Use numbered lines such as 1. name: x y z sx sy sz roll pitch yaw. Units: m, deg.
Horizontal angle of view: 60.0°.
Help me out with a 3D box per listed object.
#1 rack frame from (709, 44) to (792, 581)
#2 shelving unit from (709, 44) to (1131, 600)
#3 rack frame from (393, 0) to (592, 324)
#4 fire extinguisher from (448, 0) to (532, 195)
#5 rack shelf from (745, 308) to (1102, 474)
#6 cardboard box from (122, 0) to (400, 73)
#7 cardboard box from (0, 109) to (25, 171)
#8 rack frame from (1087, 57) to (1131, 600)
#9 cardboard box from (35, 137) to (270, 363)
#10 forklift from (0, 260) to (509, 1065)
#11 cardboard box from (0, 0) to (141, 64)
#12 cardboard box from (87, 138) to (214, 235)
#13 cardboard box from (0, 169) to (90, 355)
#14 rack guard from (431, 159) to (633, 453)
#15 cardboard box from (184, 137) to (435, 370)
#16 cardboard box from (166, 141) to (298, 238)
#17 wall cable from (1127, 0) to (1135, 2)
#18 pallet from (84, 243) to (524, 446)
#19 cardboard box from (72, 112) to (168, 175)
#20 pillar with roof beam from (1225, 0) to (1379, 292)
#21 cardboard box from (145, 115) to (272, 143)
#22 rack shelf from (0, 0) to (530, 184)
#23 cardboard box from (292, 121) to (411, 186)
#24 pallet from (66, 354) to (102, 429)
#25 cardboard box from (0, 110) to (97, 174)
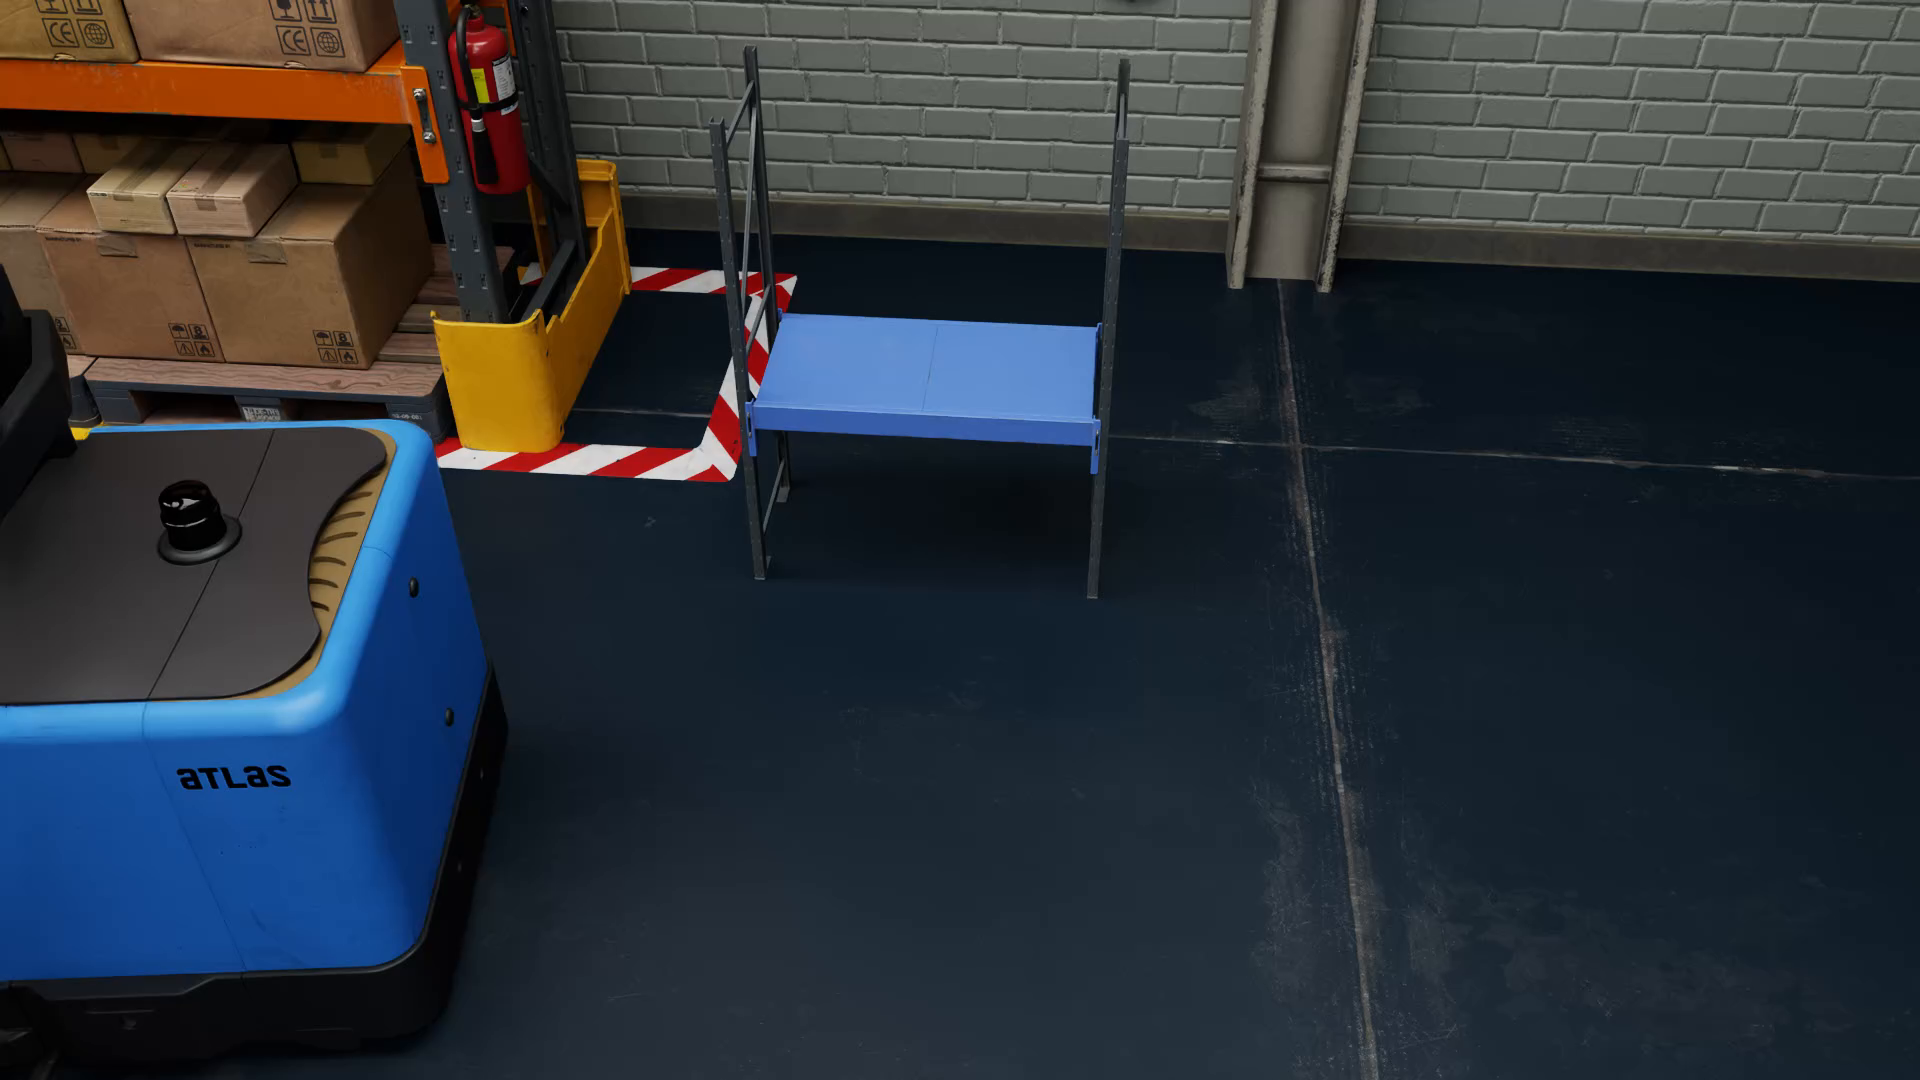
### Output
1. rack frame: -0.591 -0.614 4.816 0.032 1.500 0.500 3 39 4
2. shelving unit: -0.085 -0.586 4.782 1.048 1.500 0.538 3 39 4
3. rack frame: -1.512 -1.831 5.123 0.127 3.000 1.000 3 39 4
4. fire extinguisher: -1.402 -1.357 4.898 0.183 0.674 0.296 3 39 4
5. rack shelf: -0.085 -0.447 4.896 1.000 0.185 0.538 3 39 4
6. cardboard box: -2.021 -1.968 5.055 0.700 0.700 0.980 5 39 6
7. cardboard box: -3.340 -1.438 5.774 0.250 0.149 0.380 4 39 4
8. rack frame: 0.421 -0.559 4.748 0.032 1.500 0.500 3 39 4
9. cardboard box: -2.717 -1.026 5.782 0.500 0.500 0.700 3 39 4
10. forklift: -2.714 -0.248 3.232 3.031 2.935 1.130 -2 39 -2
11. cardboard box: -2.747 -2.001 5.095 0.700 0.700 0.980 3 39 3
12. cardboard box: -2.617 -1.157 5.428 0.250 0.149 0.380 4 39 5
13. cardboard box: -3.218 -1.053 5.815 0.500 0.500 0.700 2 39 2
14. rack guard: -1.488 -0.860 5.910 0.348 0.500 1.175 3 39 4
15. cardboard box: -2.218 -0.999 5.749 0.500 0.500 0.700 3 39 4
16. cardboard box: -2.362 -1.143 5.412 0.250 0.149 0.380 3 39 3
17. wall cable: -0.155 -2.750 5.447 1.851 1.984 0.084 3 39 4
18. pallet: -2.316 -0.743 5.996 1.213 0.211 1.003 3 39 4
19. cardboard box: -2.831 -1.411 5.741 0.250 0.149 0.380 3 39 4
20. pillar with roof beam: 0.881 -1.847 0.390 0.400 9.000 9.100 3 39 4
21. cardboard box: -2.581 -1.397 5.724 0.250 0.149 0.380 3 39 4
22. rack shelf: -3.505 -1.660 5.484 4.000 0.370 1.077 3 39 4
23. cardboard box: -2.076 -1.370 5.690 0.250 0.149 0.380 3 39 4
24. pallet: -3.528 -0.811 6.080 1.213 0.211 1.003 3 39 4
25. cardboard box: -3.084 -1.424 5.757 0.250 0.149 0.380 4 39 4
